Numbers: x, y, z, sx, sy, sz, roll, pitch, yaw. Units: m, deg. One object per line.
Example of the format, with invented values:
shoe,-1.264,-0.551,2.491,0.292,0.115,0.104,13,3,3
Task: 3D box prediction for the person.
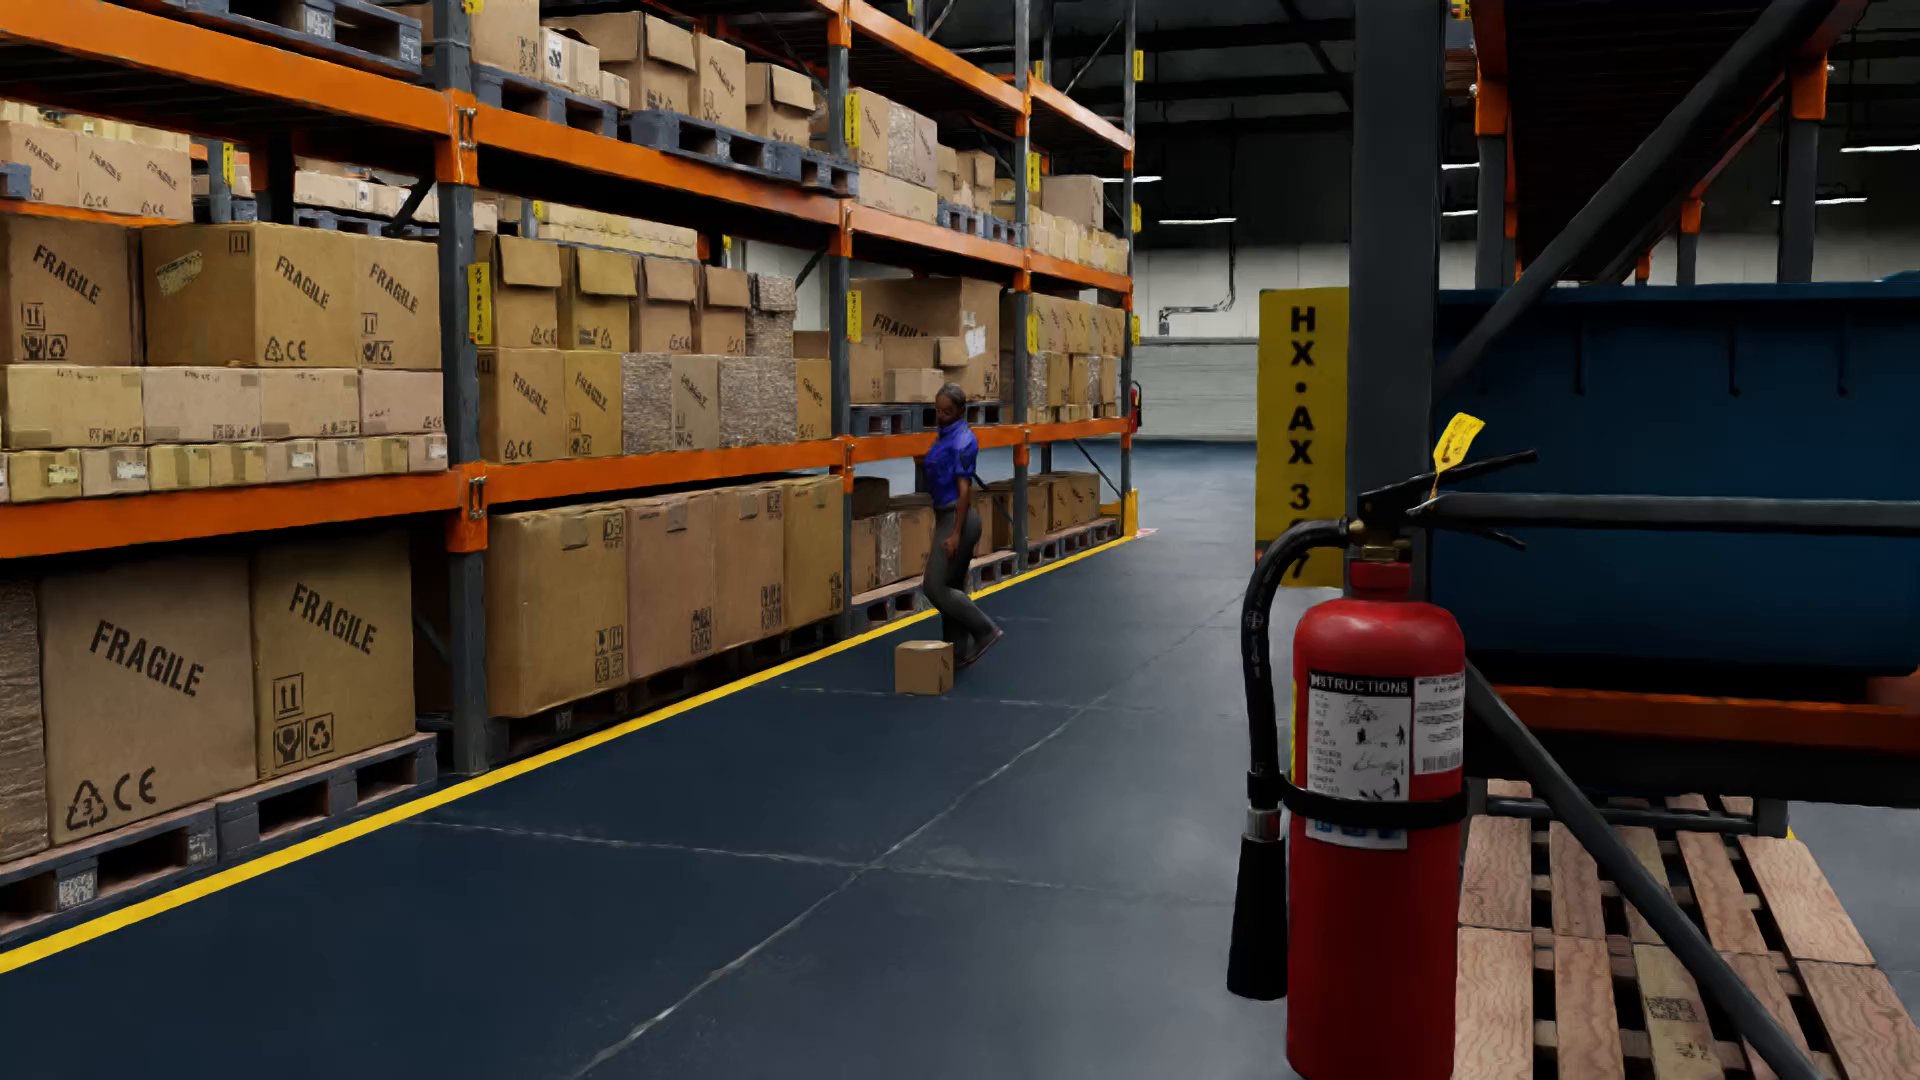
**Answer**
person,-0.005,-0.065,9.385,0.475,1.639,0.549,-1,5,-12
